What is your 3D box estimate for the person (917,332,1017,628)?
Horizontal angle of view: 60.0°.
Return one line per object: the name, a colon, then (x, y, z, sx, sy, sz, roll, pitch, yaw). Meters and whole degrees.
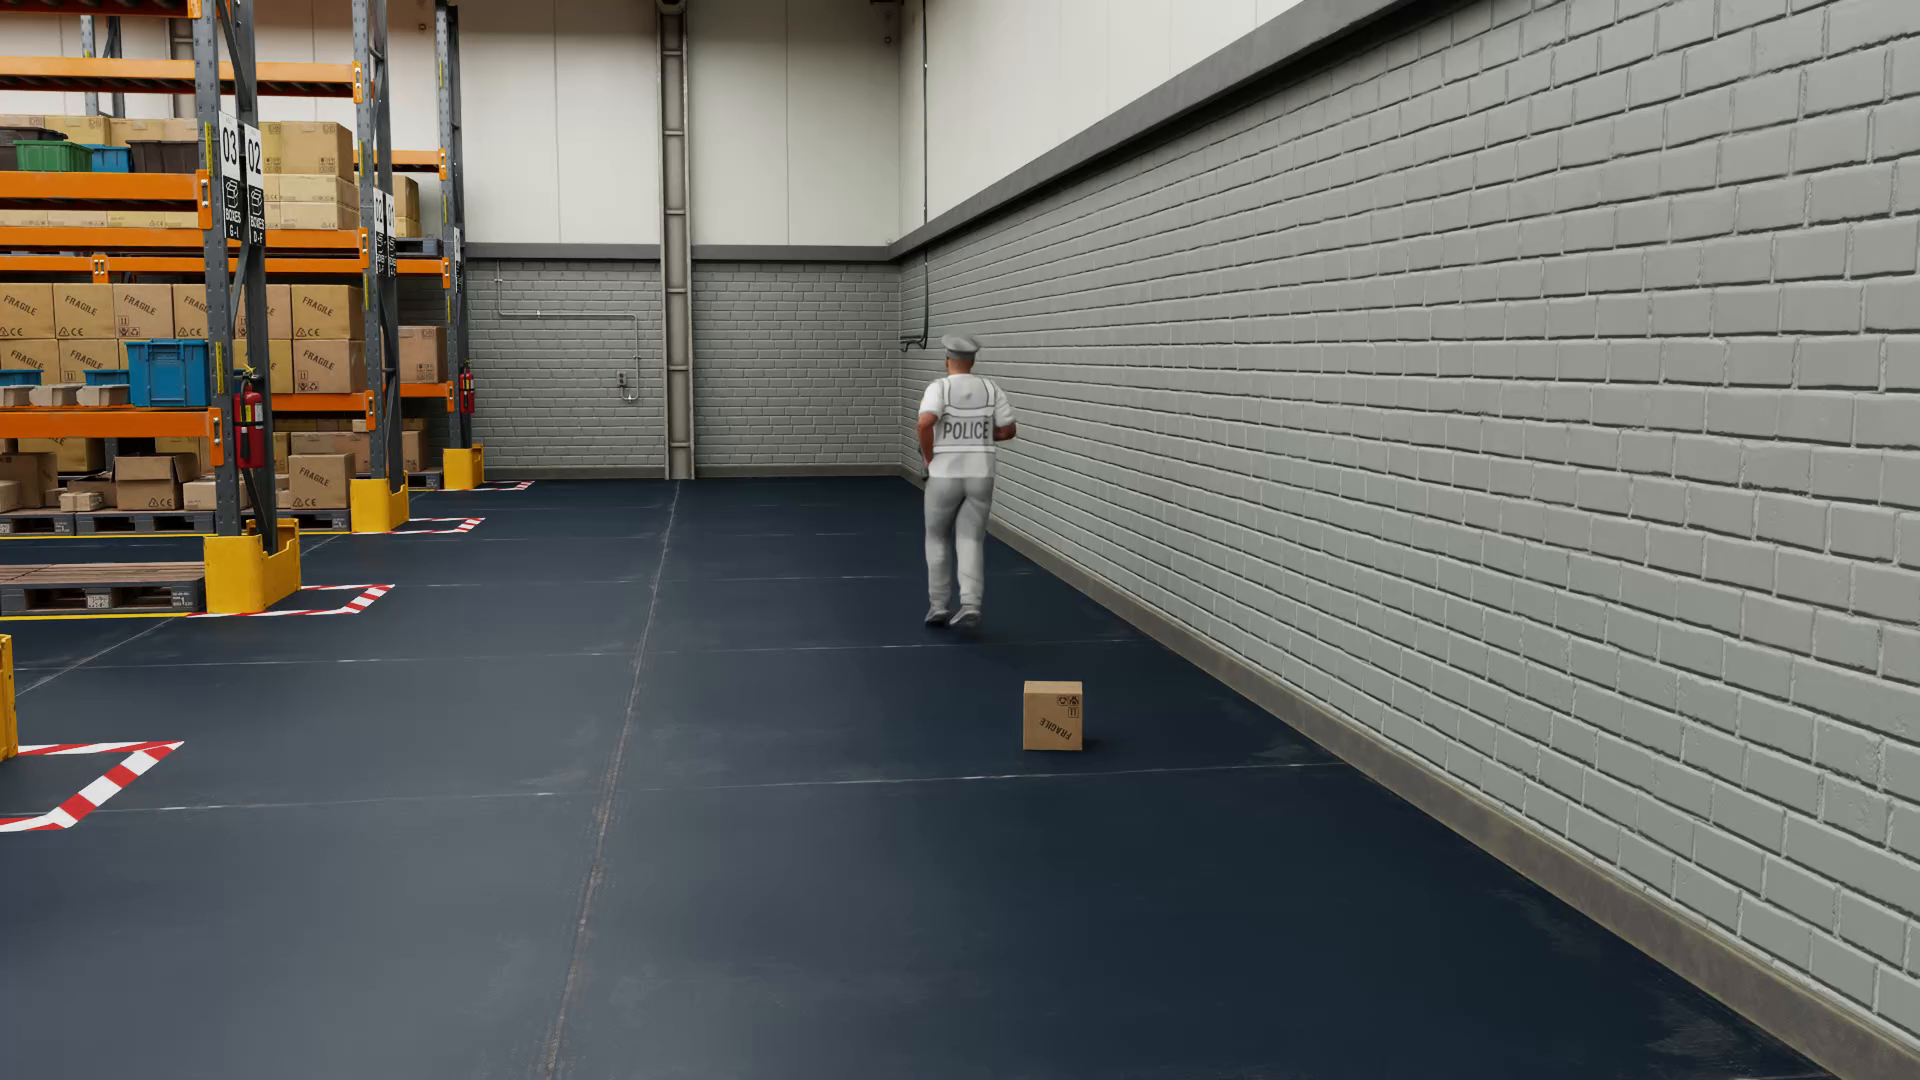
person: (0.014, -0.342, 10.020, 0.659, 1.805, 0.807, -2, 7, -14)
